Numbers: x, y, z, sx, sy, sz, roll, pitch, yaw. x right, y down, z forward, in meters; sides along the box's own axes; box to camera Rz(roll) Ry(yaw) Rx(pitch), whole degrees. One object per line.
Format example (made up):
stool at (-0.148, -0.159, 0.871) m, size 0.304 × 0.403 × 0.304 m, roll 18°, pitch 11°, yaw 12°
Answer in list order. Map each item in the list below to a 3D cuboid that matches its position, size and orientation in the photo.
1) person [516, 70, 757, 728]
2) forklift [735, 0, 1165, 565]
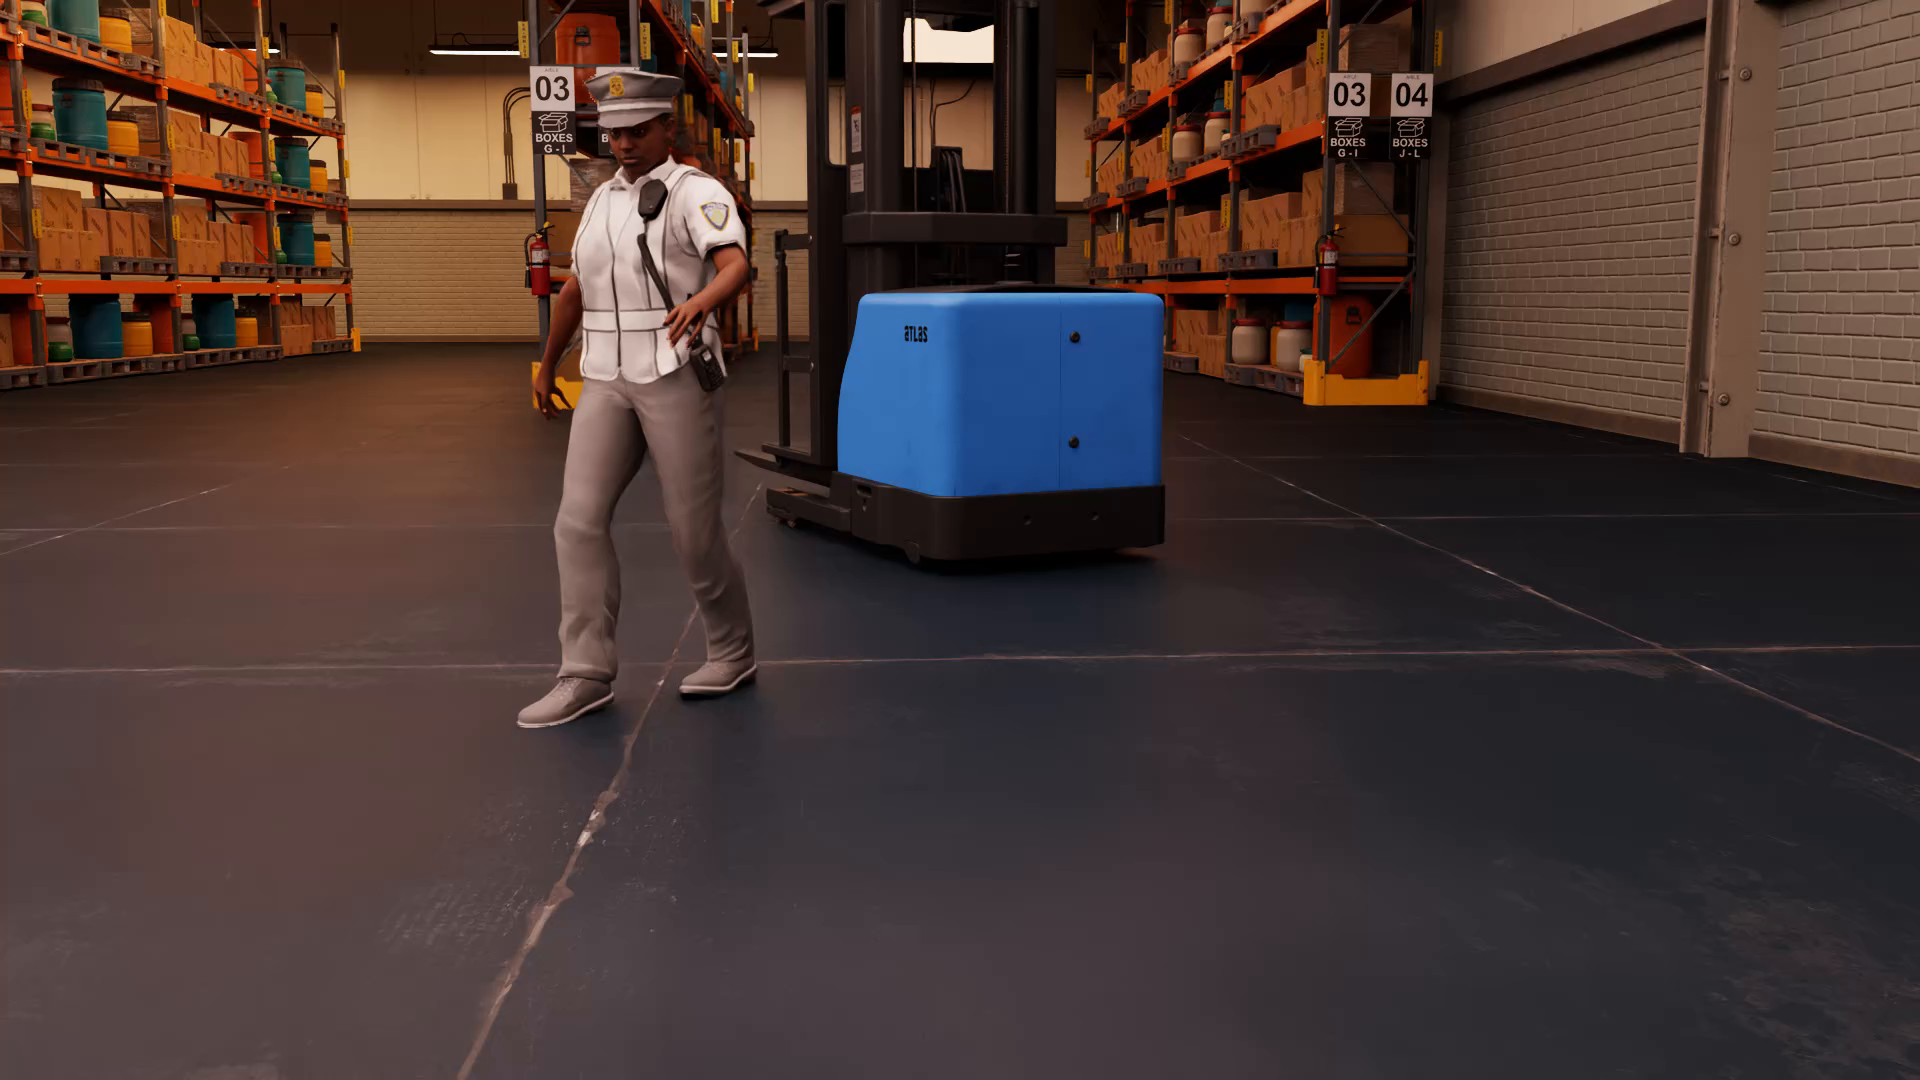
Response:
person at (-0.866, -0.367, 4.290) m, size 0.891 × 1.640 × 0.721 m, roll 4°, pitch 9°, yaw 26°
forklift at (-0.264, -1.530, 7.637) m, size 1.130 × 2.935 × 3.031 m, roll -4°, pitch 9°, yaw -25°
